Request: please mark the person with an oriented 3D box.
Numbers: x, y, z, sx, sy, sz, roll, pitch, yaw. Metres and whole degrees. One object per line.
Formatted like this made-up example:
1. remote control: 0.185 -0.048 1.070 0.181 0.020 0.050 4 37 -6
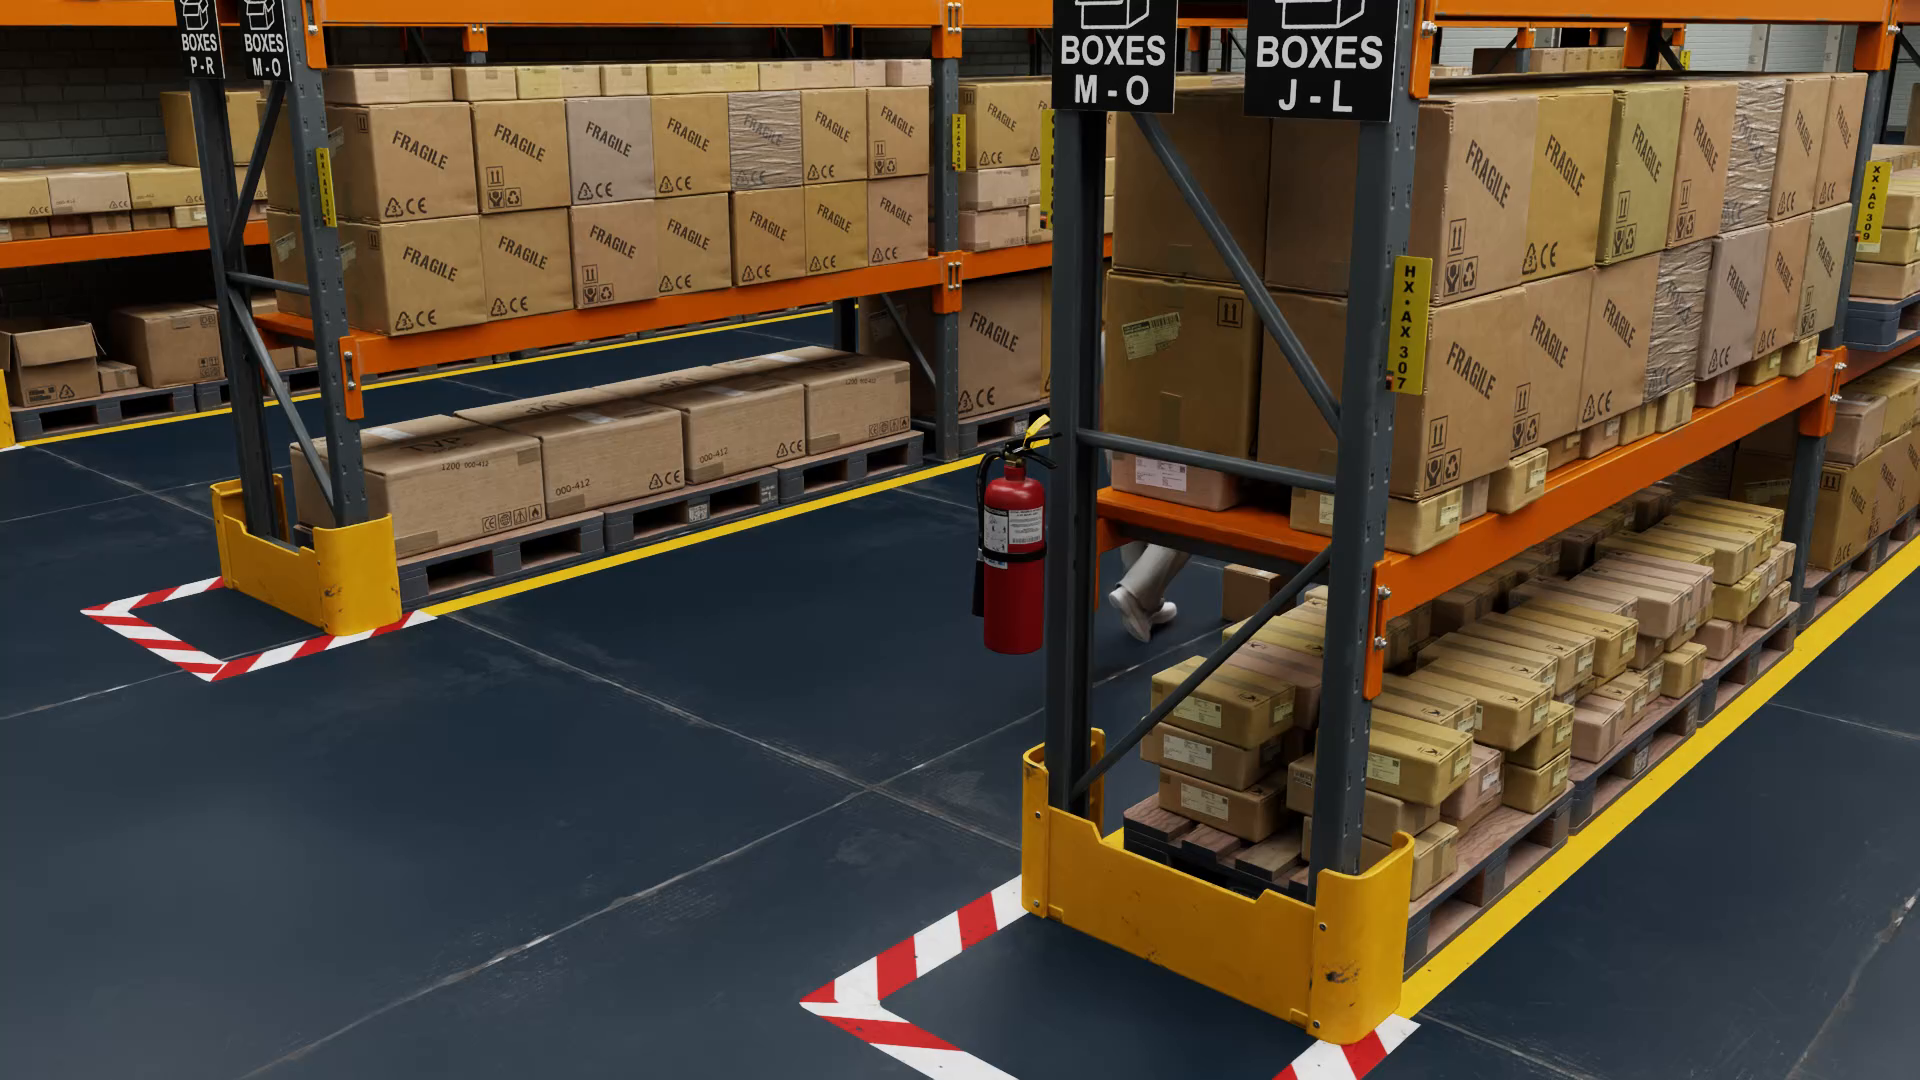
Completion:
1. person: 0.809 -0.368 7.172 0.485 1.662 0.639 16 23 42
